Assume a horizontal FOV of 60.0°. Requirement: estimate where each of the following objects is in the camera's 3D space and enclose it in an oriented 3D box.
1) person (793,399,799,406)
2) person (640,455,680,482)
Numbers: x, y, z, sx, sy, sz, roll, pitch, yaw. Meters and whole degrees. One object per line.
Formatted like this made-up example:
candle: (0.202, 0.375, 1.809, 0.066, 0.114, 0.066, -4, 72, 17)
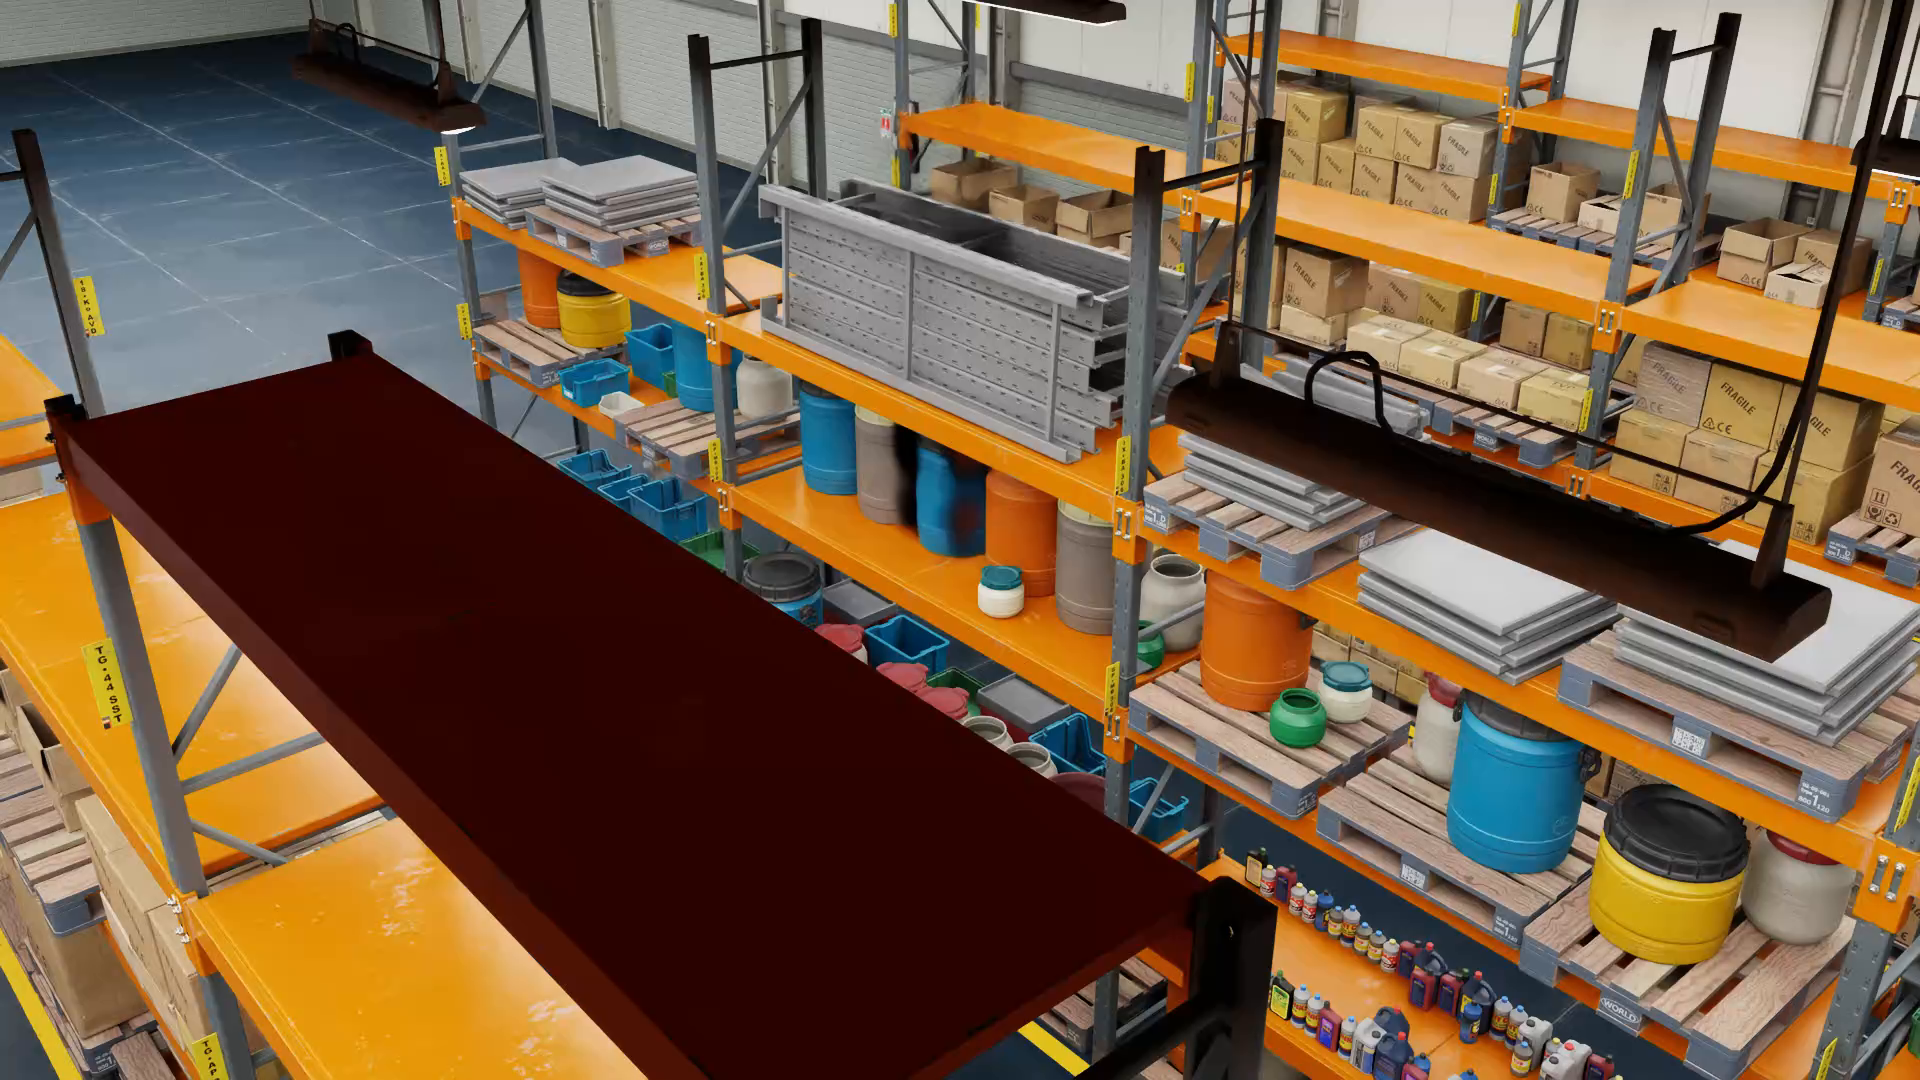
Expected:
person: (-2.310, -2.034, 19.657, 0.765, 1.773, 0.725, -3, 27, -7)
person: (-2.974, -0.588, 16.956, 0.764, 1.625, 0.534, 9, 28, 16)
